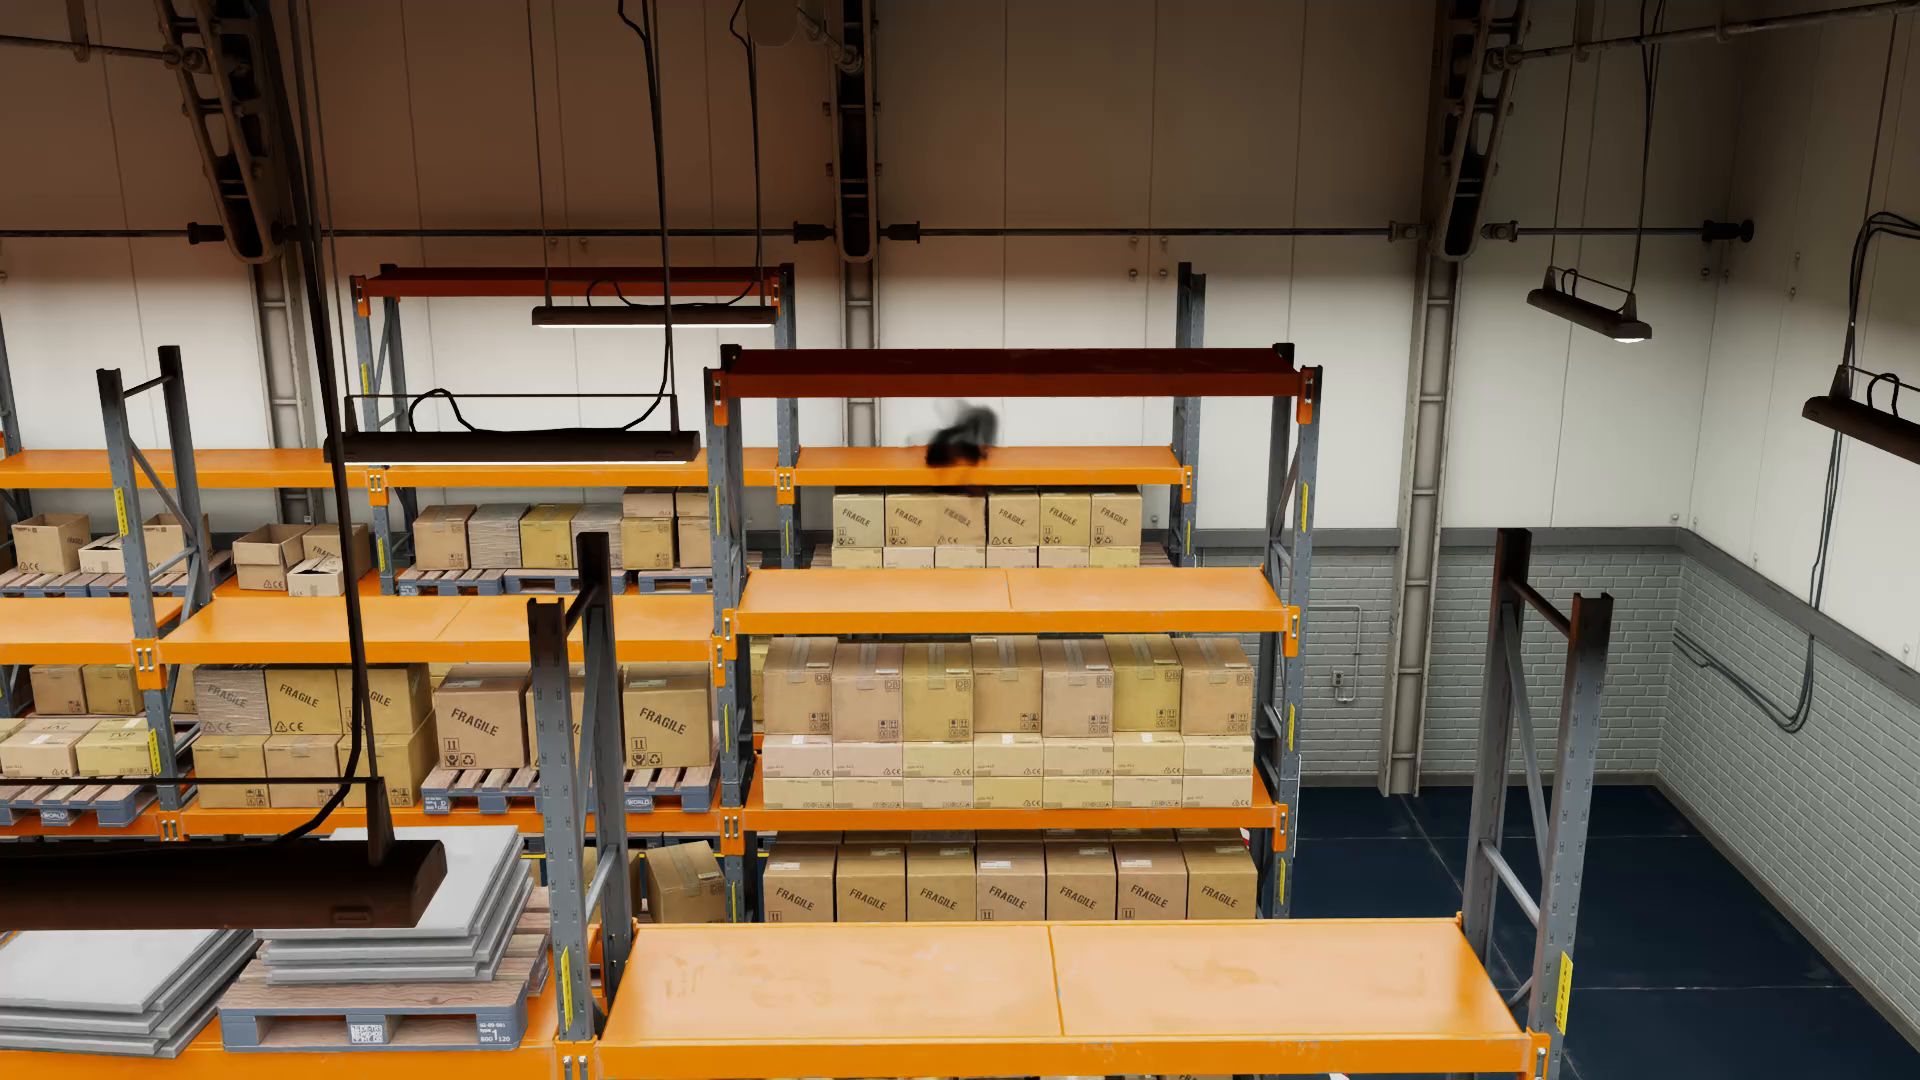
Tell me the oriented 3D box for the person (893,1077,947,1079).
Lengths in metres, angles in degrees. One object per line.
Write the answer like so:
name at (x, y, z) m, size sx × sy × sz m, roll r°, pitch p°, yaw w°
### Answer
person at (-0.378, 4.127, 11.185) m, size 0.744 × 1.824 × 0.647 m, roll -1°, pitch 16°, yaw -4°
